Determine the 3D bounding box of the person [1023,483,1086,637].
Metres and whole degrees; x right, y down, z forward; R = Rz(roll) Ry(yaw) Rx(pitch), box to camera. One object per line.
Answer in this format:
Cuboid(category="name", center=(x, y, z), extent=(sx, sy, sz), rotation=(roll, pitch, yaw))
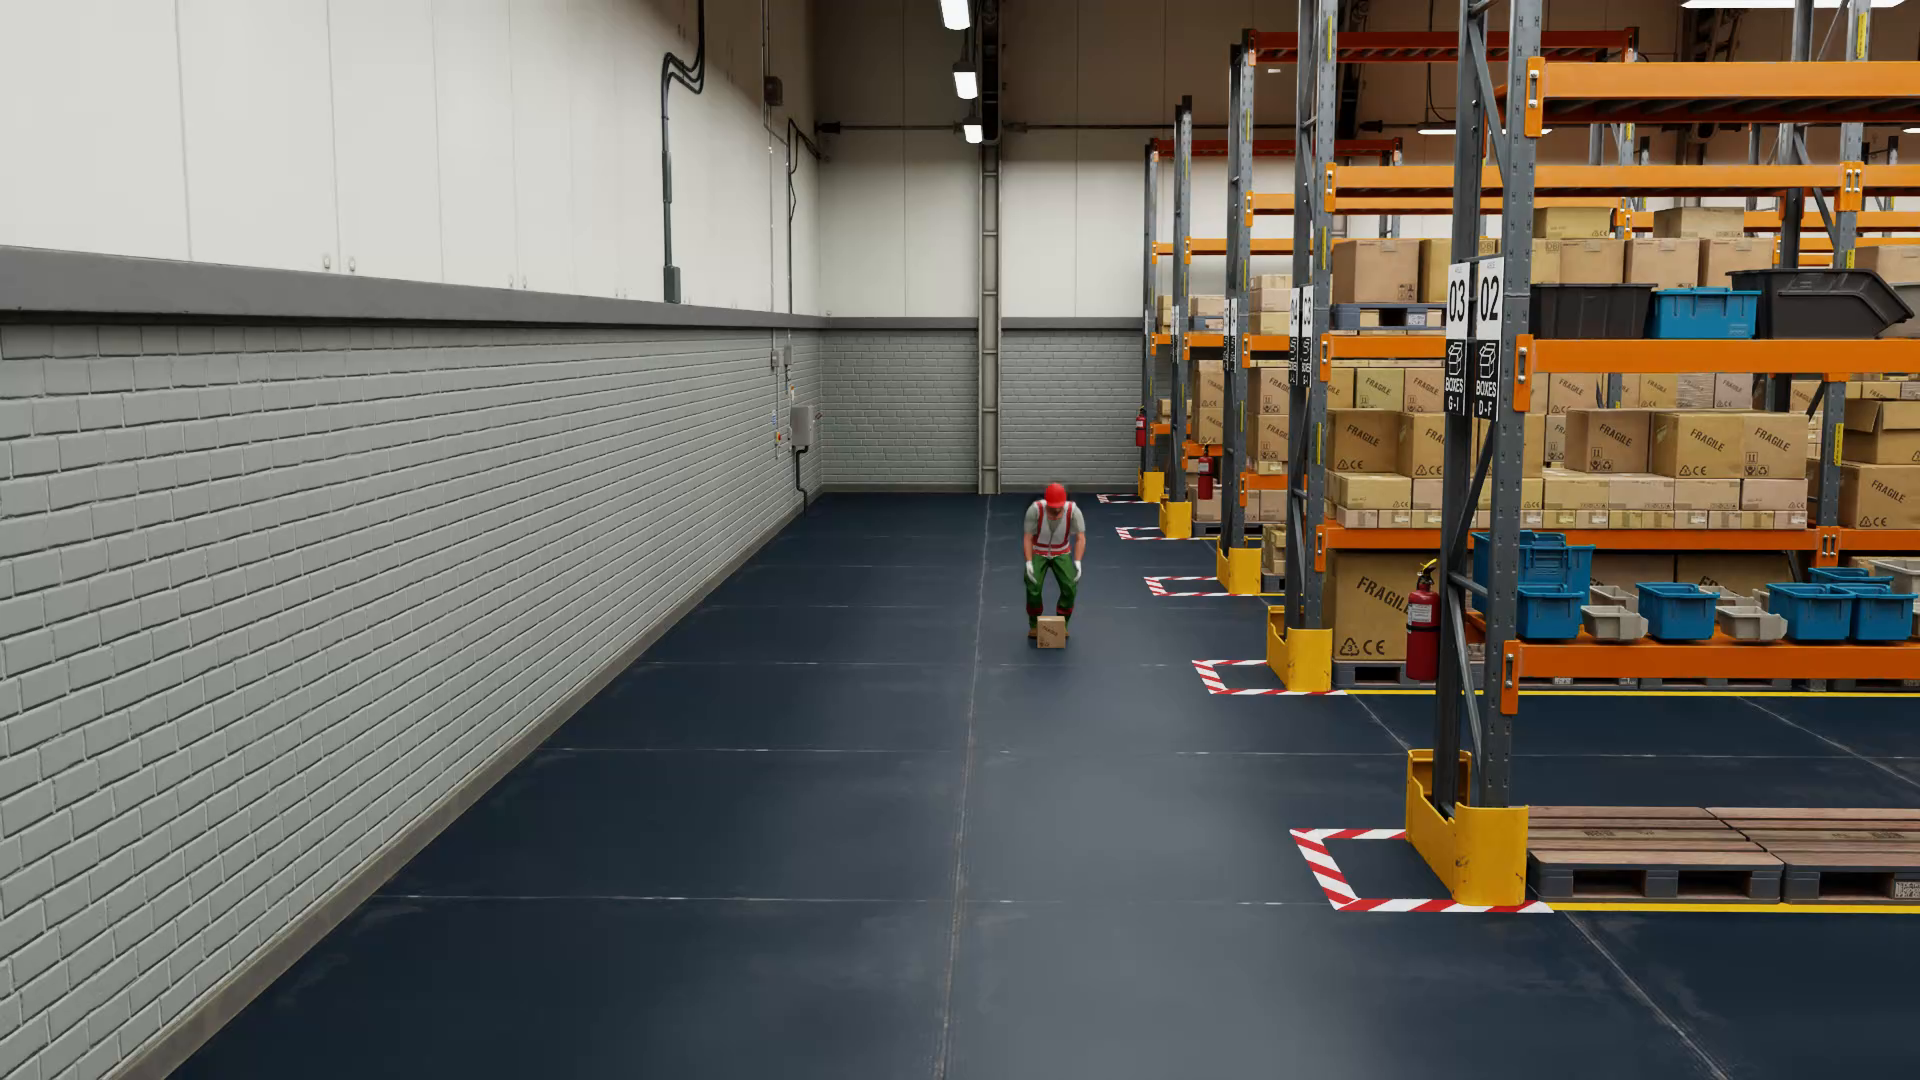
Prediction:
Cuboid(category="person", center=(0.876, 0.182, 15.497), extent=(0.582, 1.471, 0.731), rotation=(0, 7, 1))
